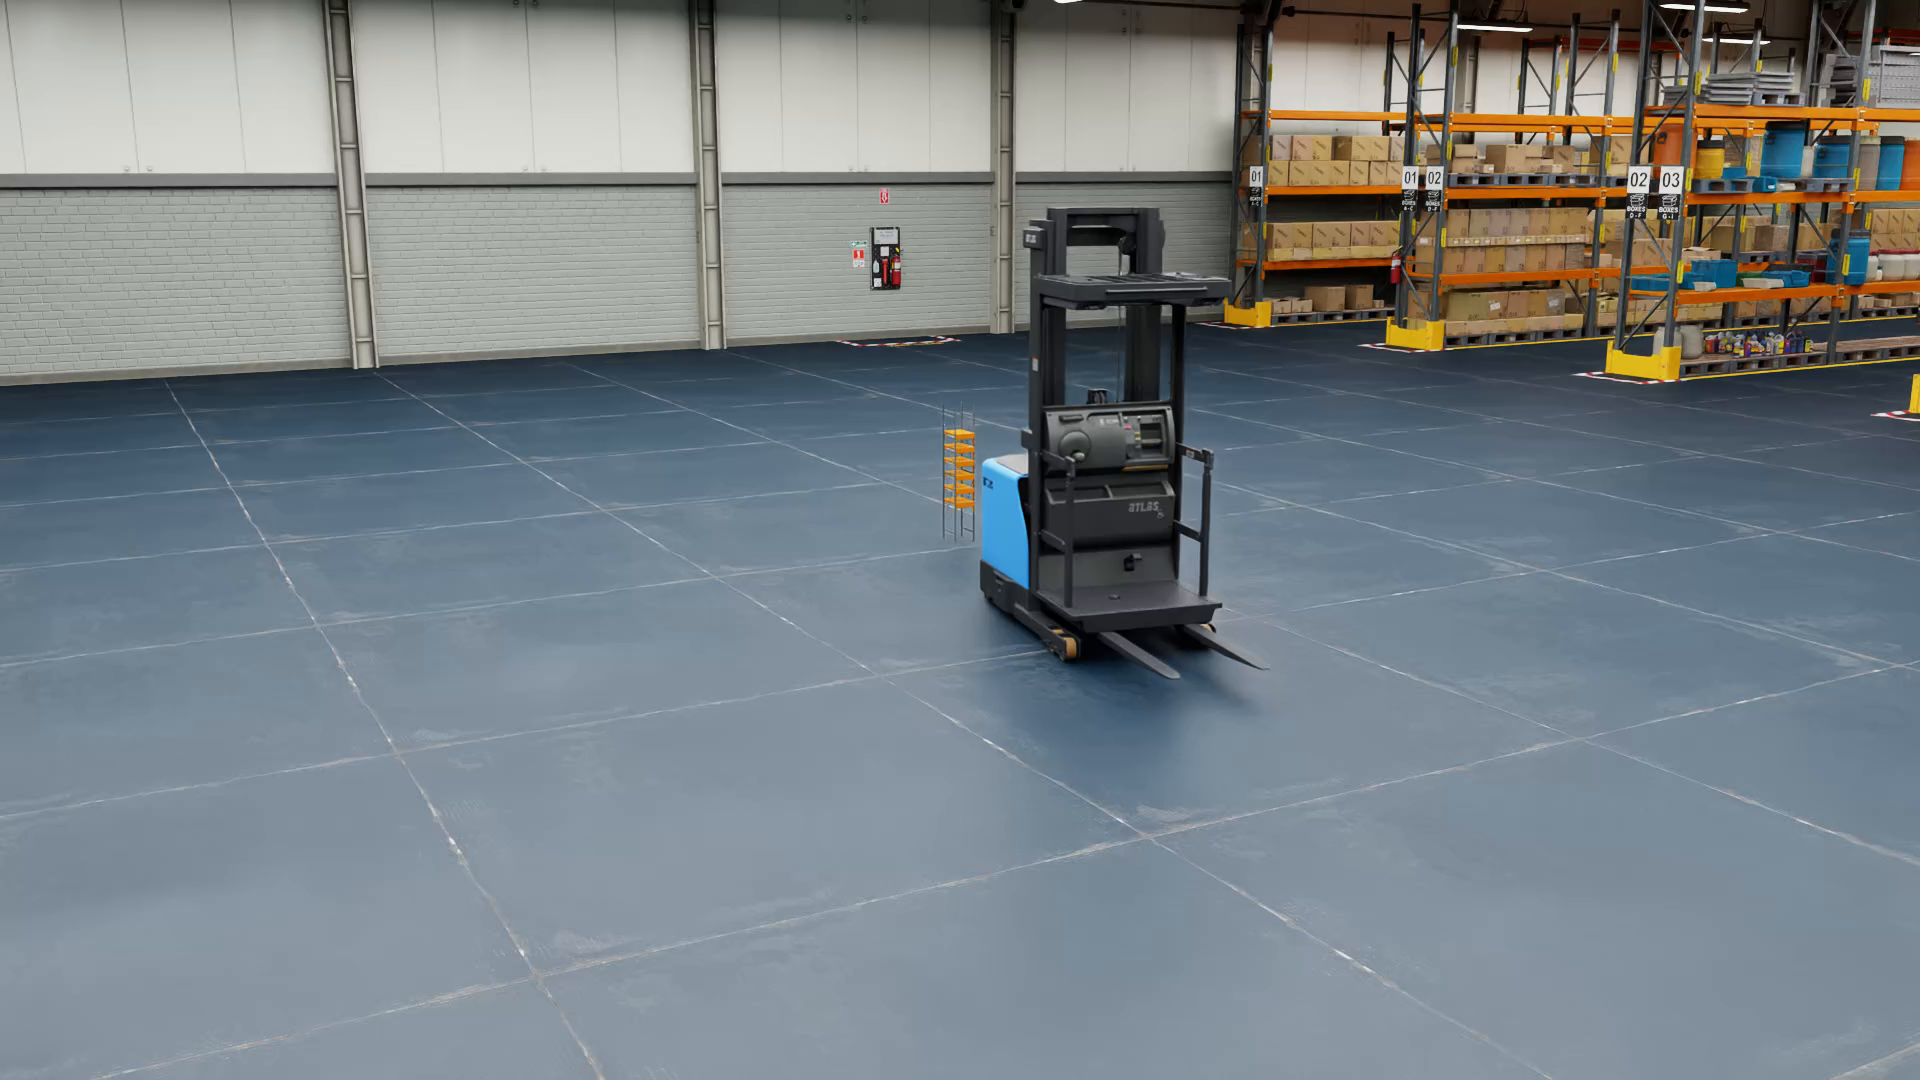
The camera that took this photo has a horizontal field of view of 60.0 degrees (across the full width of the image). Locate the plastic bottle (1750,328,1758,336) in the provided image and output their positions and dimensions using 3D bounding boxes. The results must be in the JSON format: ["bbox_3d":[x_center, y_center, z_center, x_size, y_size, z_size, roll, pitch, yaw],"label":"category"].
[{"bbox_3d":[13.243,-3.364,27.758,0.185,0.351,0.144,-6,14,-26],"label":"plastic bottle"}]

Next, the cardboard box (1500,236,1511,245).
[{"bbox_3d":[9.847,-5.482,30.431,0.250,0.149,0.380,-7,14,-29],"label":"cardboard box"}]

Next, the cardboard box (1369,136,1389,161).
[{"bbox_3d":[8.615,-8.201,34.836,0.500,0.500,0.500,-6,14,-25],"label":"cardboard box"}]

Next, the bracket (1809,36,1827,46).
[{"bbox_3d":[21.698,-12.640,42.081,0.430,0.232,0.235,-7,14,-28],"label":"bracket"}]

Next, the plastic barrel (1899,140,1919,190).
[{"bbox_3d":[16.263,-6.427,28.527,0.708,0.830,0.600,-7,14,-28],"label":"plastic barrel"}]

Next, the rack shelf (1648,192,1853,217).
[{"bbox_3d":[12.395,-5.349,26.352,4.000,0.370,1.077,-7,14,-28],"label":"rack shelf"}]

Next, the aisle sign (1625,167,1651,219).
[{"bbox_3d":[10.434,-5.344,25.603,0.004,0.787,0.394,-7,14,-28],"label":"aisle sign"}]

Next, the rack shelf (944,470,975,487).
[{"bbox_3d":[-0.013,-0.540,14.480,0.180,0.103,0.258,-7,14,-28],"label":"rack shelf"}]

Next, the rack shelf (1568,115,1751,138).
[{"bbox_3d":[13.536,-7.993,32.180,4.000,0.370,1.077,-7,14,-28],"label":"rack shelf"}]

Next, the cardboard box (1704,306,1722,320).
[{"bbox_3d":[14.947,-4.584,33.451,0.500,0.250,0.500,-6,14,-27],"label":"cardboard box"}]

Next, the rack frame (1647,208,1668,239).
[{"bbox_3d":[16.426,-7.198,39.760,0.127,3.000,1.000,-7,14,-28],"label":"rack frame"}]

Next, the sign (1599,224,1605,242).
[{"bbox_3d":[12.048,-5.756,31.202,0.005,0.325,0.100,-7,14,-28],"label":"sign"}]

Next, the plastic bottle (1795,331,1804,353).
[{"bbox_3d":[13.724,-3.246,27.232,0.185,0.351,0.144,-7,15,-29],"label":"plastic bottle"}]

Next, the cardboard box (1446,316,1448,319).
[{"bbox_3d":[9.032,-4.013,30.914,0.500,0.250,0.500,-7,14,-28],"label":"cardboard box"}]

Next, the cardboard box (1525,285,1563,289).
[{"bbox_3d":[11.224,-4.643,32.005,0.500,0.500,0.500,-7,14,-28],"label":"cardboard box"}]

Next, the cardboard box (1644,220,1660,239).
[{"bbox_3d":[16.141,-7.304,39.283,0.500,0.500,0.500,-7,15,-29],"label":"cardboard box"}]

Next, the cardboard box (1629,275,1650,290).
[{"bbox_3d":[15.917,-6.261,39.535,0.750,0.750,0.750,-7,14,-27],"label":"cardboard box"}]

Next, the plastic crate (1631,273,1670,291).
[{"bbox_3d":[10.936,-4.064,26.174,0.616,0.251,0.499,-7,14,-28],"label":"plastic crate"}]

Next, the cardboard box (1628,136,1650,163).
[{"bbox_3d":[12.830,-7.485,31.880,0.500,0.500,0.500,-5,14,-22],"label":"cardboard box"}]

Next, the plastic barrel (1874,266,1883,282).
[{"bbox_3d":[15.386,-4.489,28.040,0.301,0.262,0.301,0,13,0],"label":"plastic barrel"}]

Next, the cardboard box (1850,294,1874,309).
[{"bbox_3d":[19.275,-5.149,35.778,0.500,0.311,0.500,-7,14,-28],"label":"cardboard box"}]

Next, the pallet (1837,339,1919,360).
[{"bbox_3d":[15.894,-3.306,28.818,1.213,0.211,1.003,-7,14,-28],"label":"pallet"}]

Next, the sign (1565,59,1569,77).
[{"bbox_3d":[11.510,-8.926,31.470,0.005,0.325,0.100,-7,14,-28],"label":"sign"}]

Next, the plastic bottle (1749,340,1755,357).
[{"bbox_3d":[12.681,-3.076,26.660,0.097,0.271,0.097,0,13,0],"label":"plastic bottle"}]

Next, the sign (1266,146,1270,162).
[{"bbox_3d":[6.153,-7.721,33.261,0.005,0.325,0.100,-7,14,-28],"label":"sign"}]

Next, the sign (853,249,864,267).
[{"bbox_3d":[-1.896,-5.271,31.118,0.234,0.329,0.001,-7,14,-28],"label":"sign"}]

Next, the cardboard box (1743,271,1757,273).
[{"bbox_3d":[19.370,-6.511,41.446,0.500,0.500,0.700,-7,14,-28],"label":"cardboard box"}]

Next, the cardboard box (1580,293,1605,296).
[{"bbox_3d":[12.452,-4.693,32.658,0.500,0.311,0.500,-6,14,-26],"label":"cardboard box"}]

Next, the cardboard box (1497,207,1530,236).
[{"bbox_3d":[10.073,-5.877,30.711,0.500,0.500,0.700,-7,14,-28],"label":"cardboard box"}]

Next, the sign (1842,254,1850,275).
[{"bbox_3d":[14.405,-4.475,27.031,0.005,0.325,0.100,-7,14,-28],"label":"sign"}]

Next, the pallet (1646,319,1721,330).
[{"bbox_3d":[14.550,-4.383,33.605,1.213,0.211,1.003,-7,14,-28],"label":"pallet"}]

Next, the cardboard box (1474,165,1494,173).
[{"bbox_3d":[9.387,-6.685,29.947,0.250,0.149,0.380,-7,14,-28],"label":"cardboard box"}]

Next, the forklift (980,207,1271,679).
[{"bbox_3d":[1.098,-0.724,11.151,1.130,2.935,3.031,-4,13,-18],"label":"forklift"}]

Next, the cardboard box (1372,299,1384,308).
[{"bbox_3d":[8.949,-5.127,36.008,0.250,0.166,0.380,-9,16,-35],"label":"cardboard box"}]

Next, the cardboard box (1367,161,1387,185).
[{"bbox_3d":[8.629,-7.727,35.005,0.500,0.500,0.500,-8,15,-33],"label":"cardboard box"}]

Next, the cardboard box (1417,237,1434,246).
[{"bbox_3d":[8.514,-5.423,30.170,0.250,0.149,0.380,-7,15,-29],"label":"cardboard box"}]

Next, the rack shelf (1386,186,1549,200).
[{"bbox_3d":[11.159,-7.679,36.705,4.000,0.370,1.077,-7,14,-28],"label":"rack shelf"}]

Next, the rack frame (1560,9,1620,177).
[{"bbox_3d":[11.781,-8.329,31.122,0.127,3.000,1.000,-7,14,-28],"label":"rack frame"}]

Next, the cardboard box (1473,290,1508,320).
[{"bbox_3d":[9.718,-4.332,30.625,0.500,0.500,0.500,-7,14,-28],"label":"cardboard box"}]

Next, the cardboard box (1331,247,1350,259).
[{"bbox_3d":[7.817,-6.025,34.844,0.500,0.250,0.500,-7,14,-27],"label":"cardboard box"}]

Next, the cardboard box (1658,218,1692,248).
[{"bbox_3d":[16.910,-7.398,39.967,0.700,0.700,0.980,-7,14,-27],"label":"cardboard box"}]

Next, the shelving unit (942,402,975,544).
[{"bbox_3d":[-0.013,-0.584,14.471,0.189,1.200,0.258,-7,14,-28],"label":"shelving unit"}]

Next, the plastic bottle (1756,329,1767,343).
[{"bbox_3d":[13.312,-3.337,27.634,0.185,0.351,0.144,-7,14,-28],"label":"plastic bottle"}]

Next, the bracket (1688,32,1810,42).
[{"bbox_3d":[19.421,-12.367,40.869,4.783,0.066,0.076,-7,14,-28],"label":"bracket"}]

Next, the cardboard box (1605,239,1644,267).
[{"bbox_3d":[12.925,-5.584,32.361,0.500,0.500,0.500,-6,14,-24],"label":"cardboard box"}]

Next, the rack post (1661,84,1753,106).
[{"bbox_3d":[11.364,-6.764,25.308,0.954,0.300,0.937,-5,14,-22],"label":"rack post"}]

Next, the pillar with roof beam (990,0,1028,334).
[{"bbox_3d":[2.889,-7.642,28.069,0.548,9.000,9.100,-7,14,-28],"label":"pillar with roof beam"}]

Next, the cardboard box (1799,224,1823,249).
[{"bbox_3d":[17.706,-6.406,35.058,0.500,0.500,0.700,-4,13,-19],"label":"cardboard box"}]

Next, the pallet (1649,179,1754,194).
[{"bbox_3d":[11.413,-5.466,25.662,1.213,0.211,1.003,-7,14,-28],"label":"pallet"}]

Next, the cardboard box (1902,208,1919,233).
[{"bbox_3d":[20.708,-6.938,36.103,0.500,0.500,0.500,-6,14,-26],"label":"cardboard box"}]

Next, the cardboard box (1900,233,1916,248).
[{"bbox_3d":[20.269,-6.400,35.988,0.500,0.500,0.500,-7,14,-28],"label":"cardboard box"}]

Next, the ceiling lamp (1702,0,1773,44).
[{"bbox_3d":[17.038,-12.344,35.668,2.000,3.185,0.800,-7,14,-28],"label":"ceiling lamp"}]

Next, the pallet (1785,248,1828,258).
[{"bbox_3d":[18.049,-6.087,35.261,1.213,0.211,1.003,-7,14,-28],"label":"pallet"}]
